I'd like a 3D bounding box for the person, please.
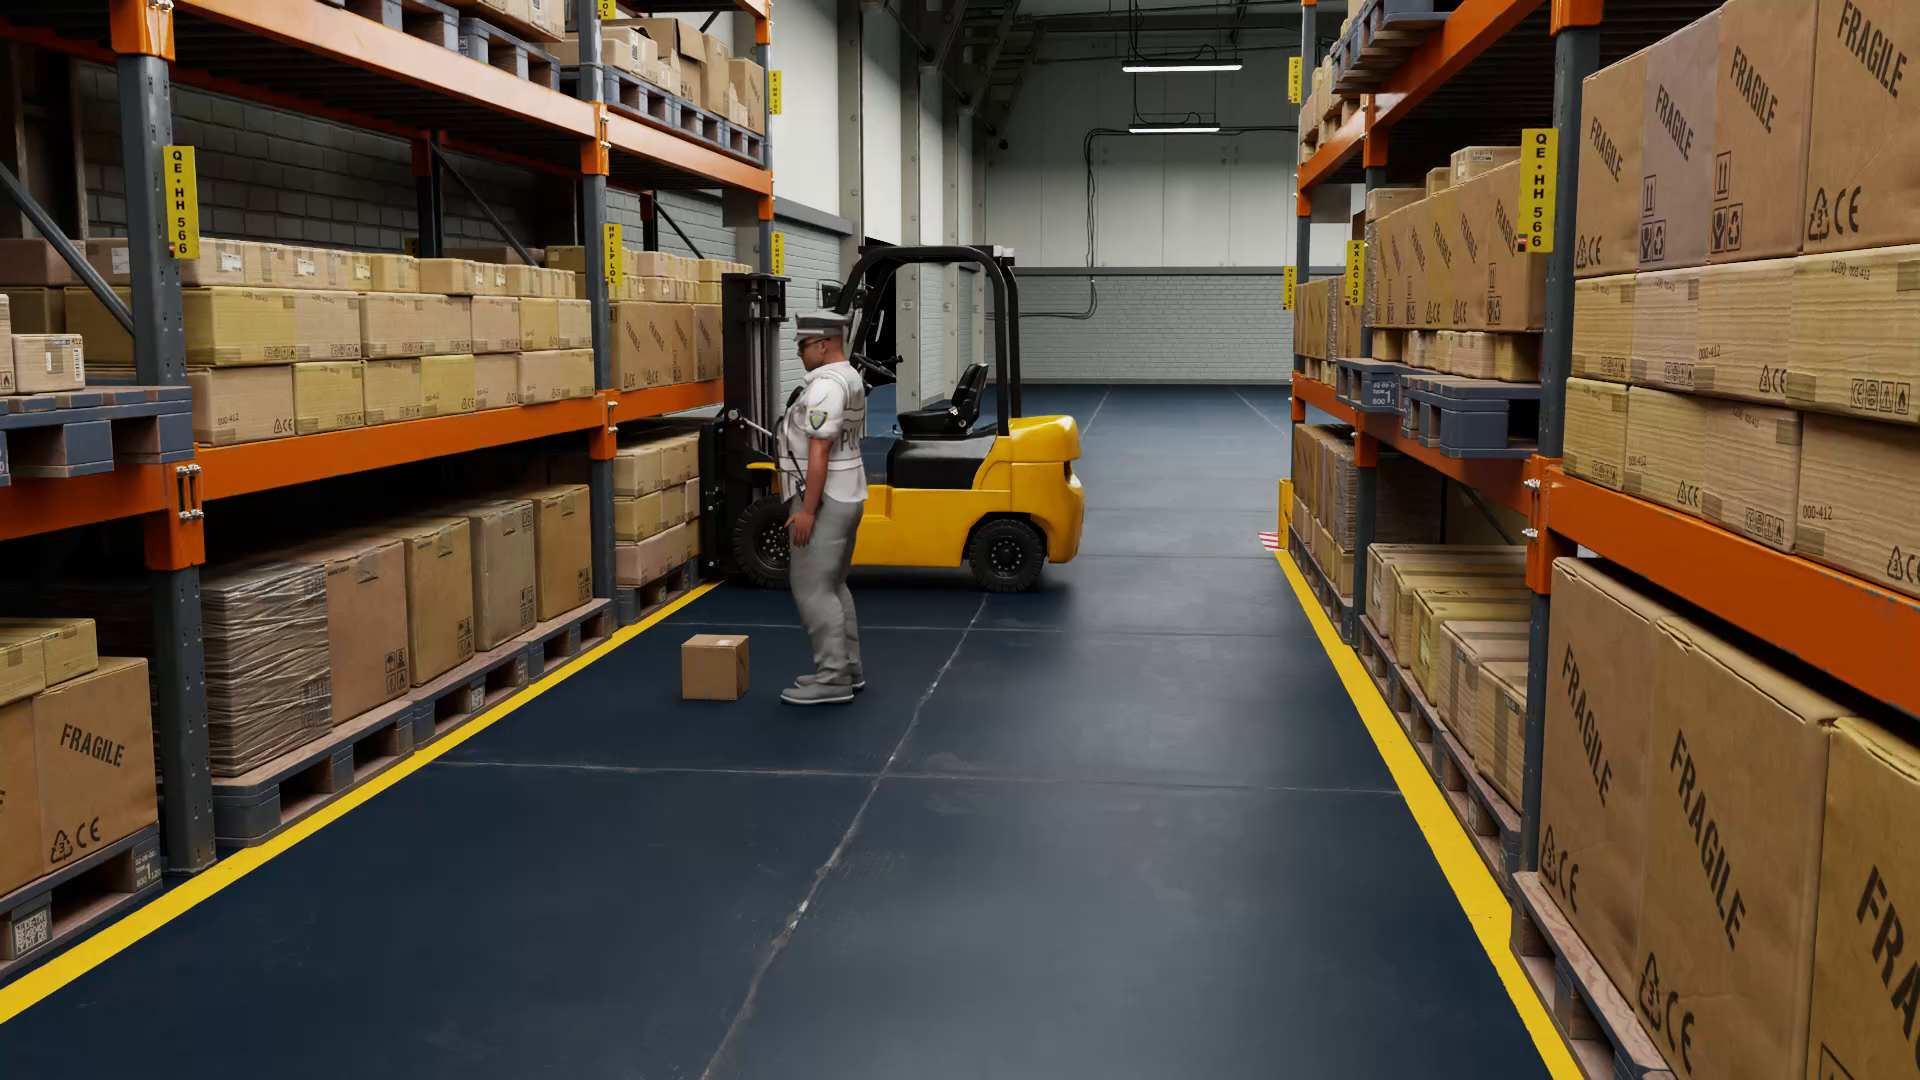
[{"bbox_3d":[-0.618,-0.147,7.426,0.392,1.742,0.529,1,8,7],"label":"person"}]
